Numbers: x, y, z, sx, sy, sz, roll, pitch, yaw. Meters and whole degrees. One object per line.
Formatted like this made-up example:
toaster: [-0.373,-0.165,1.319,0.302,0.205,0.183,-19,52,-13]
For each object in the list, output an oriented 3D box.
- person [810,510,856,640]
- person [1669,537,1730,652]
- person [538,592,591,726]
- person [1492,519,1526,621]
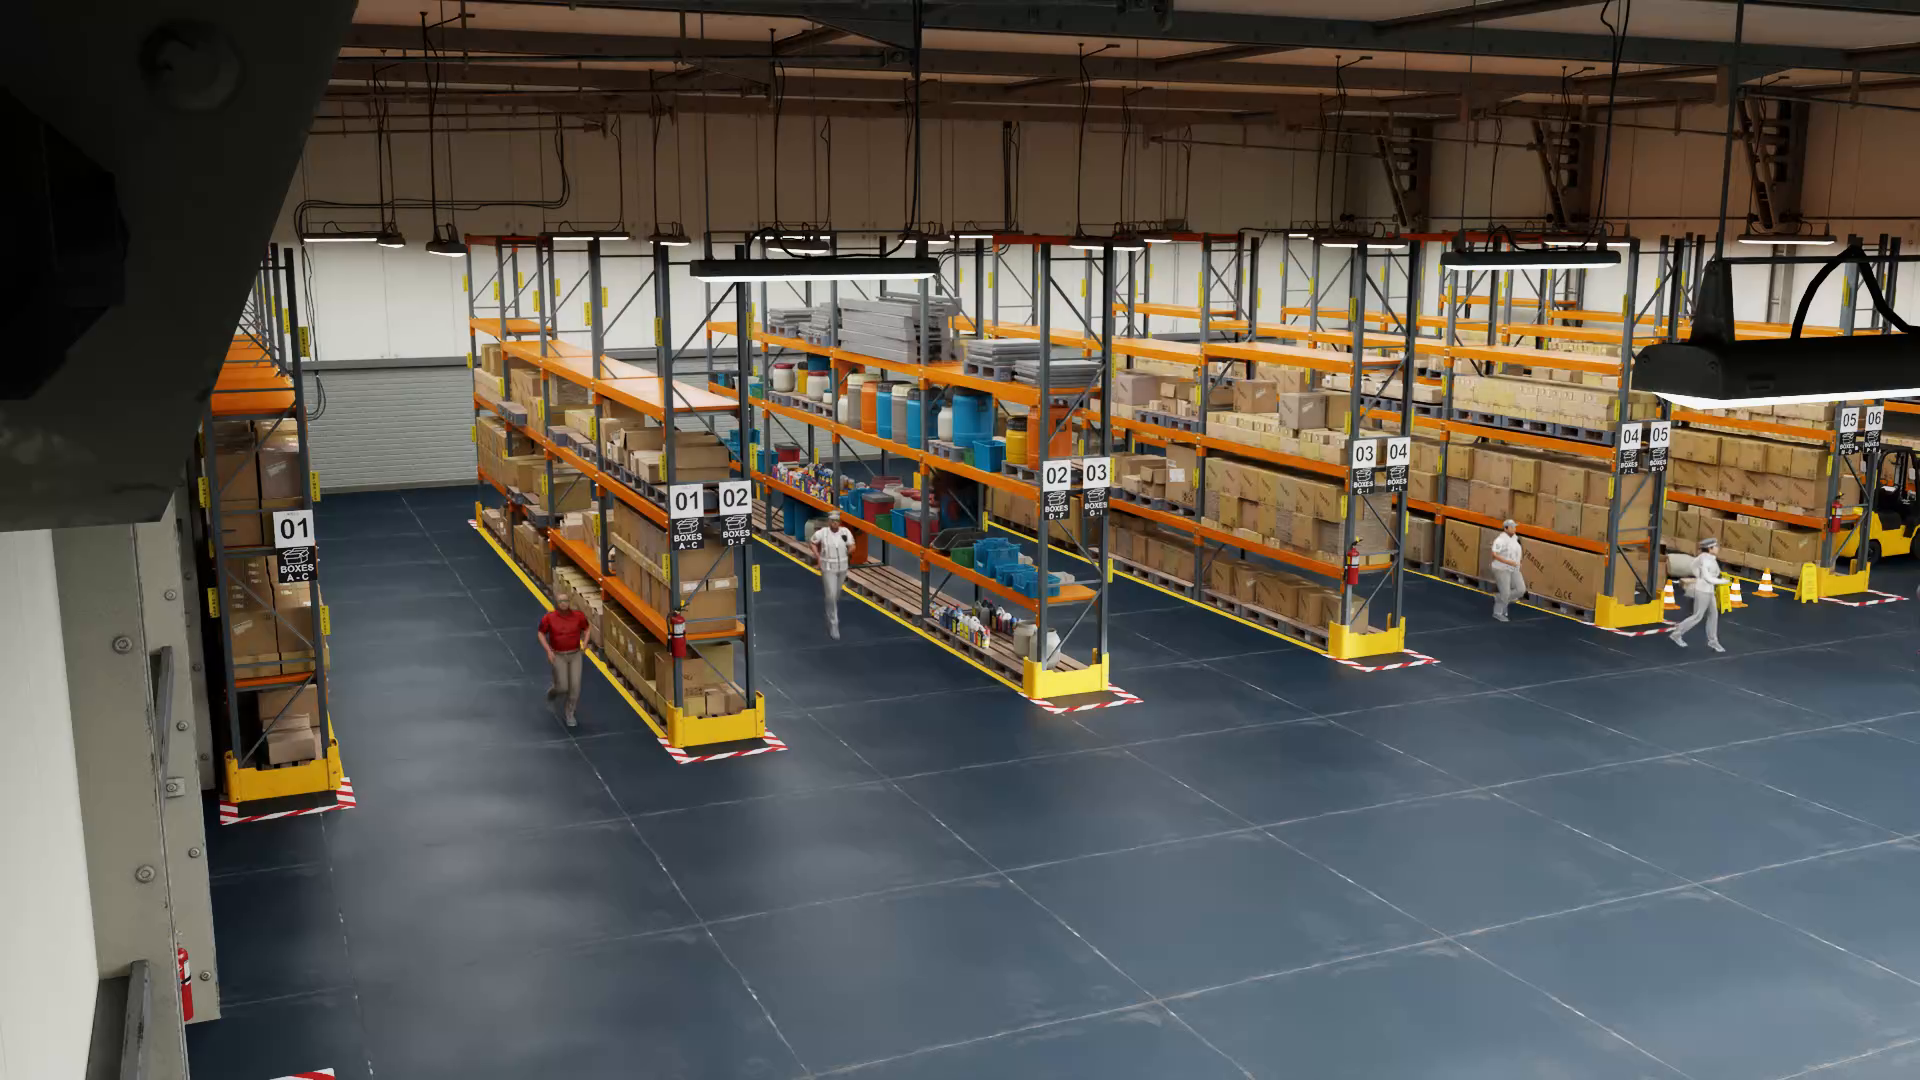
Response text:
person: [-1.840,0.479,24.649,0.626,1.898,0.768,-6,12,-28]
person: [10.965,0.800,24.576,0.796,1.742,0.629,5,12,23]
person: [-4.984,1.487,21.072,0.653,1.700,0.647,-5,12,-25]
person: [8.708,0.478,26.397,0.657,1.634,0.531,-6,13,-29]
